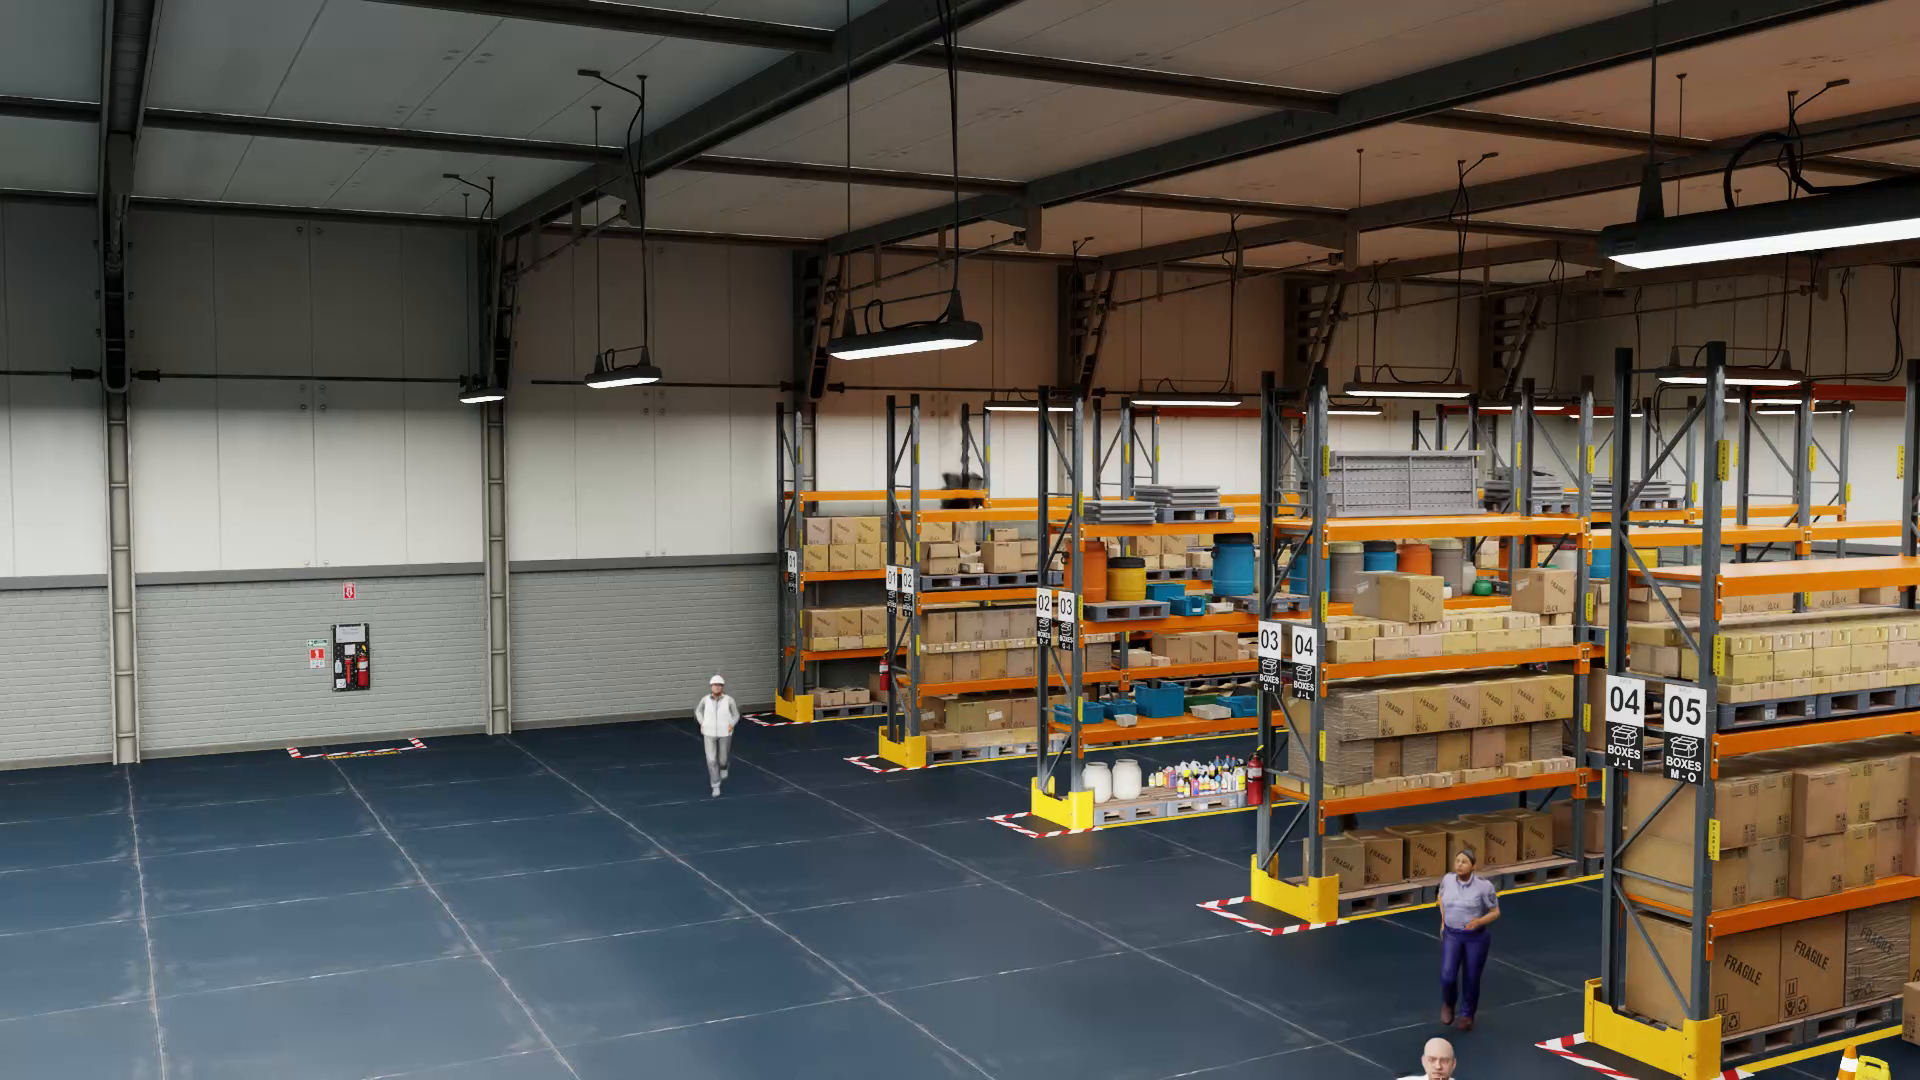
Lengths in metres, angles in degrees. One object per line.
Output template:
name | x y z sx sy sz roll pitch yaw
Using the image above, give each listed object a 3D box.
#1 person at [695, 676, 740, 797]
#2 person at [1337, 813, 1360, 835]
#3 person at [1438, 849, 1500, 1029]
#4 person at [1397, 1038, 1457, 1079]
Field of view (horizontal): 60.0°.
person | -3.622 2.900 24.822 0.662 1.759 0.805 0 3 -5
person | 4.969 3.063 21.587 0.812 1.840 0.699 -3 4 -43
person | 4.428 3.525 14.605 0.585 1.615 0.586 2 4 30
person | 2.788 3.763 9.722 0.724 1.752 0.653 1 3 16
